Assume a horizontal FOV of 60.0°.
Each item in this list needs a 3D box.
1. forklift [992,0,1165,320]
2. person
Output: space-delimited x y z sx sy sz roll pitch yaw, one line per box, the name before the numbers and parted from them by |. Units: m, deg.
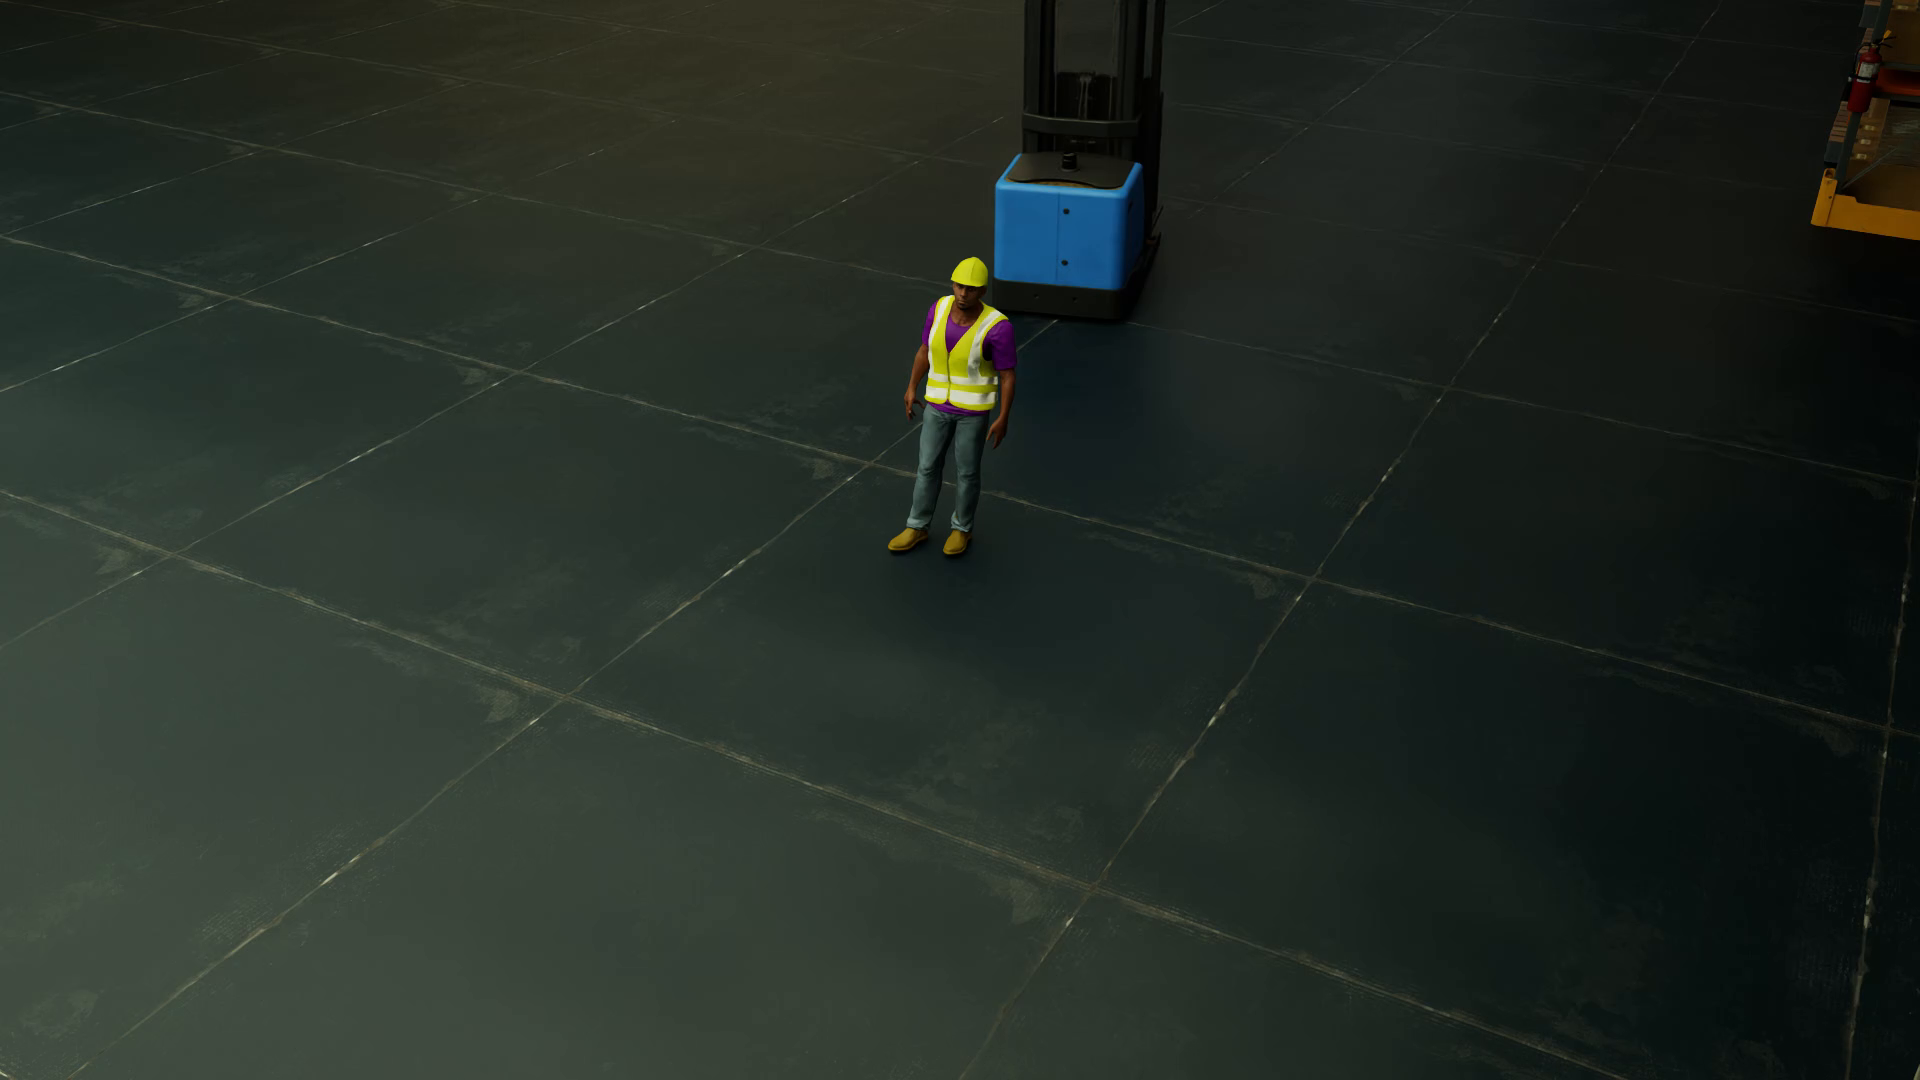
forklift | 1.106 -3.688 13.460 1.130 2.935 3.031 7 31 12
person | -0.039 -0.743 9.508 0.665 1.765 0.577 15 33 25
